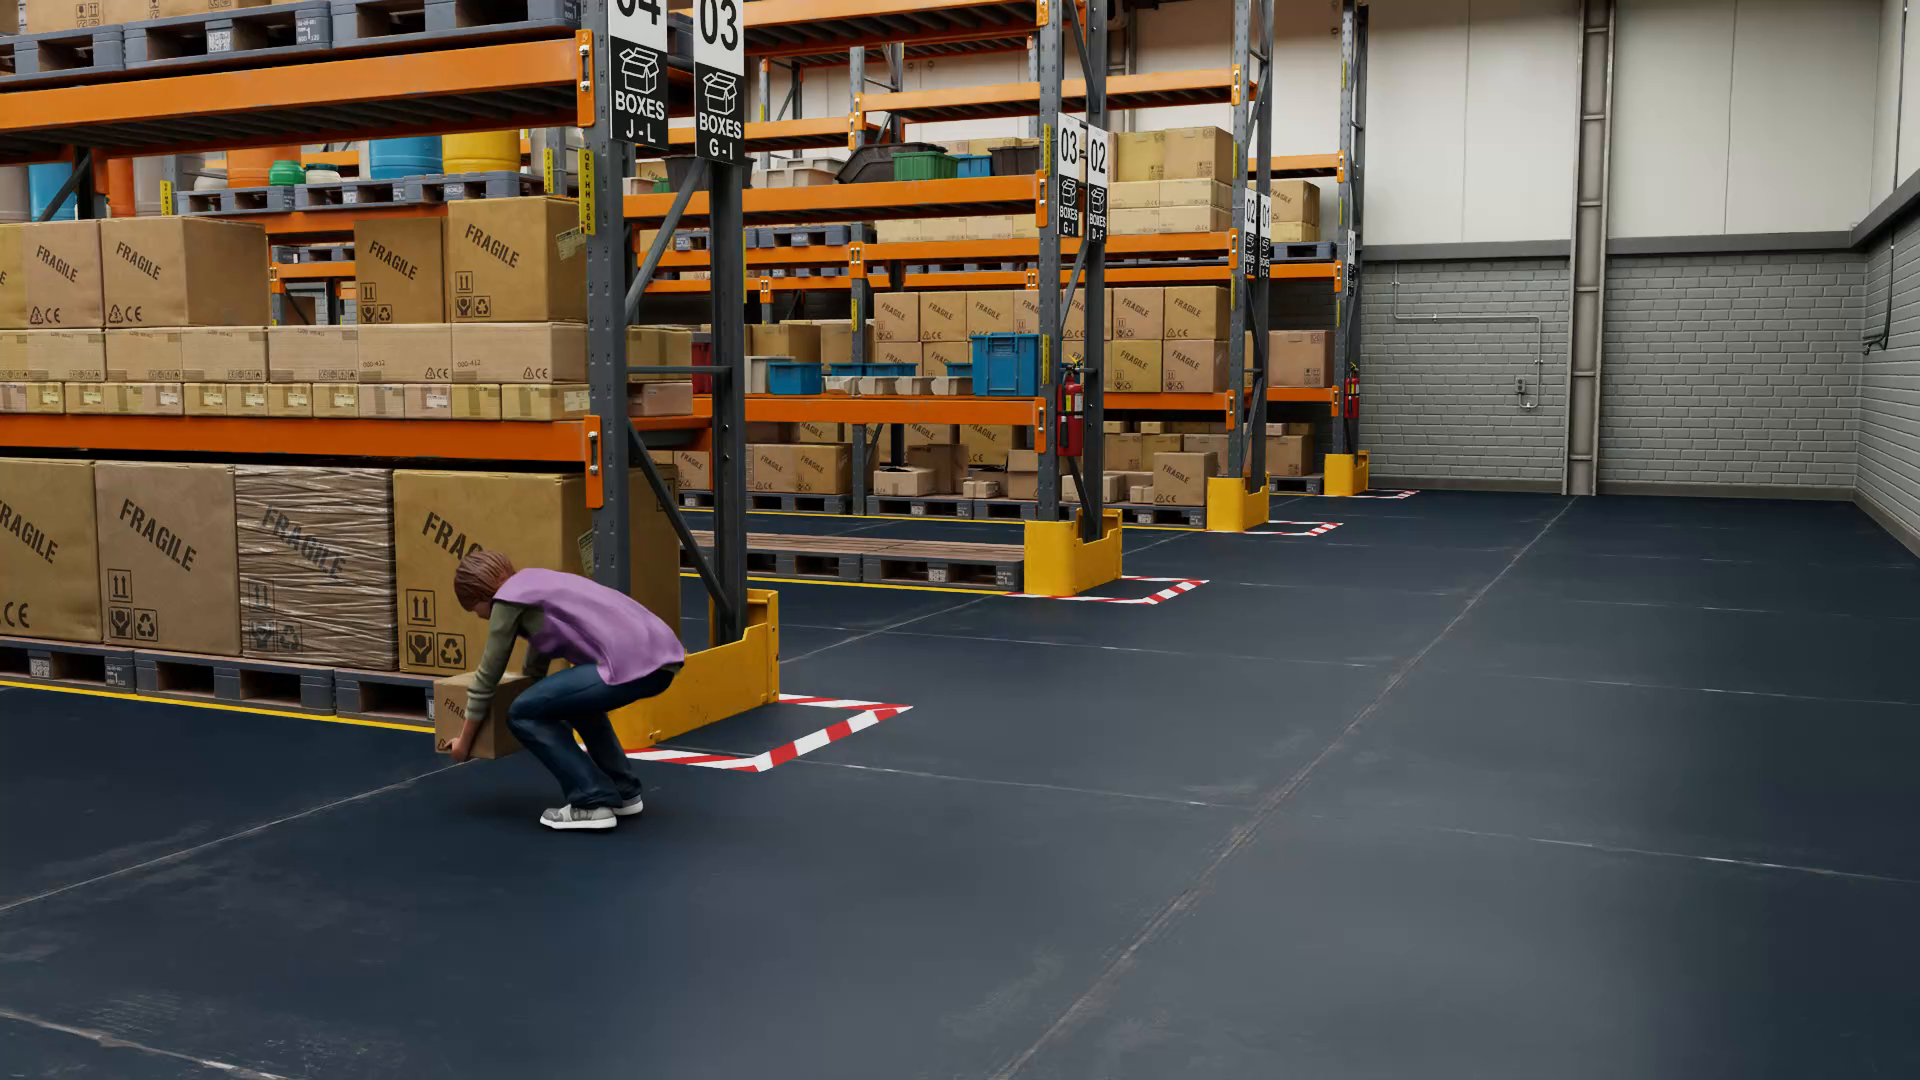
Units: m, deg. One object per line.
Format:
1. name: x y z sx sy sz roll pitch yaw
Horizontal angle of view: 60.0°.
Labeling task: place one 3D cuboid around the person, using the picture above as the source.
1. person: -1.329 0.494 5.583 0.841 0.900 0.423 2 6 22
